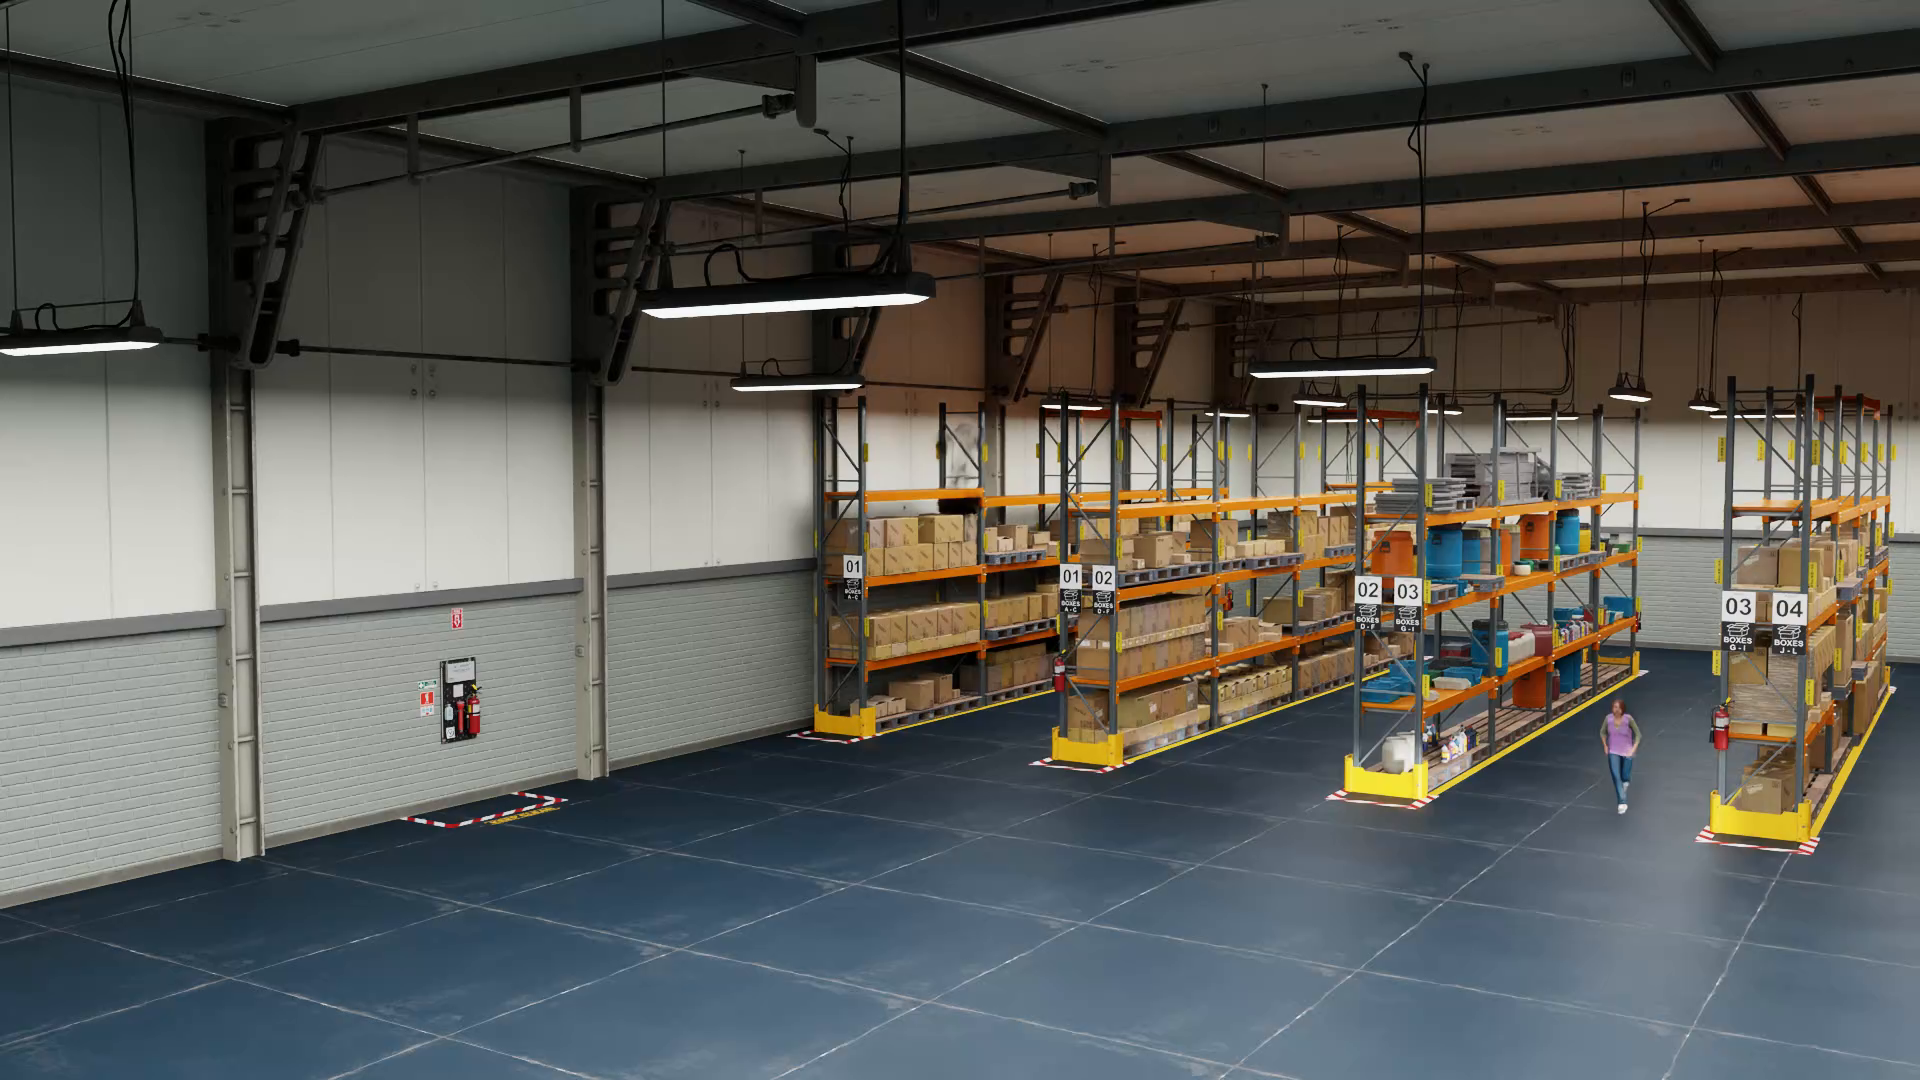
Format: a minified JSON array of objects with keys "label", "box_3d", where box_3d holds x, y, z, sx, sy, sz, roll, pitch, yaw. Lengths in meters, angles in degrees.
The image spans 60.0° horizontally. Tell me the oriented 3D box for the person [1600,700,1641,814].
[{"label":"person","box_3d":[9.295,3.058,23.421,0.549,1.474,0.792,2,3,28]}]
